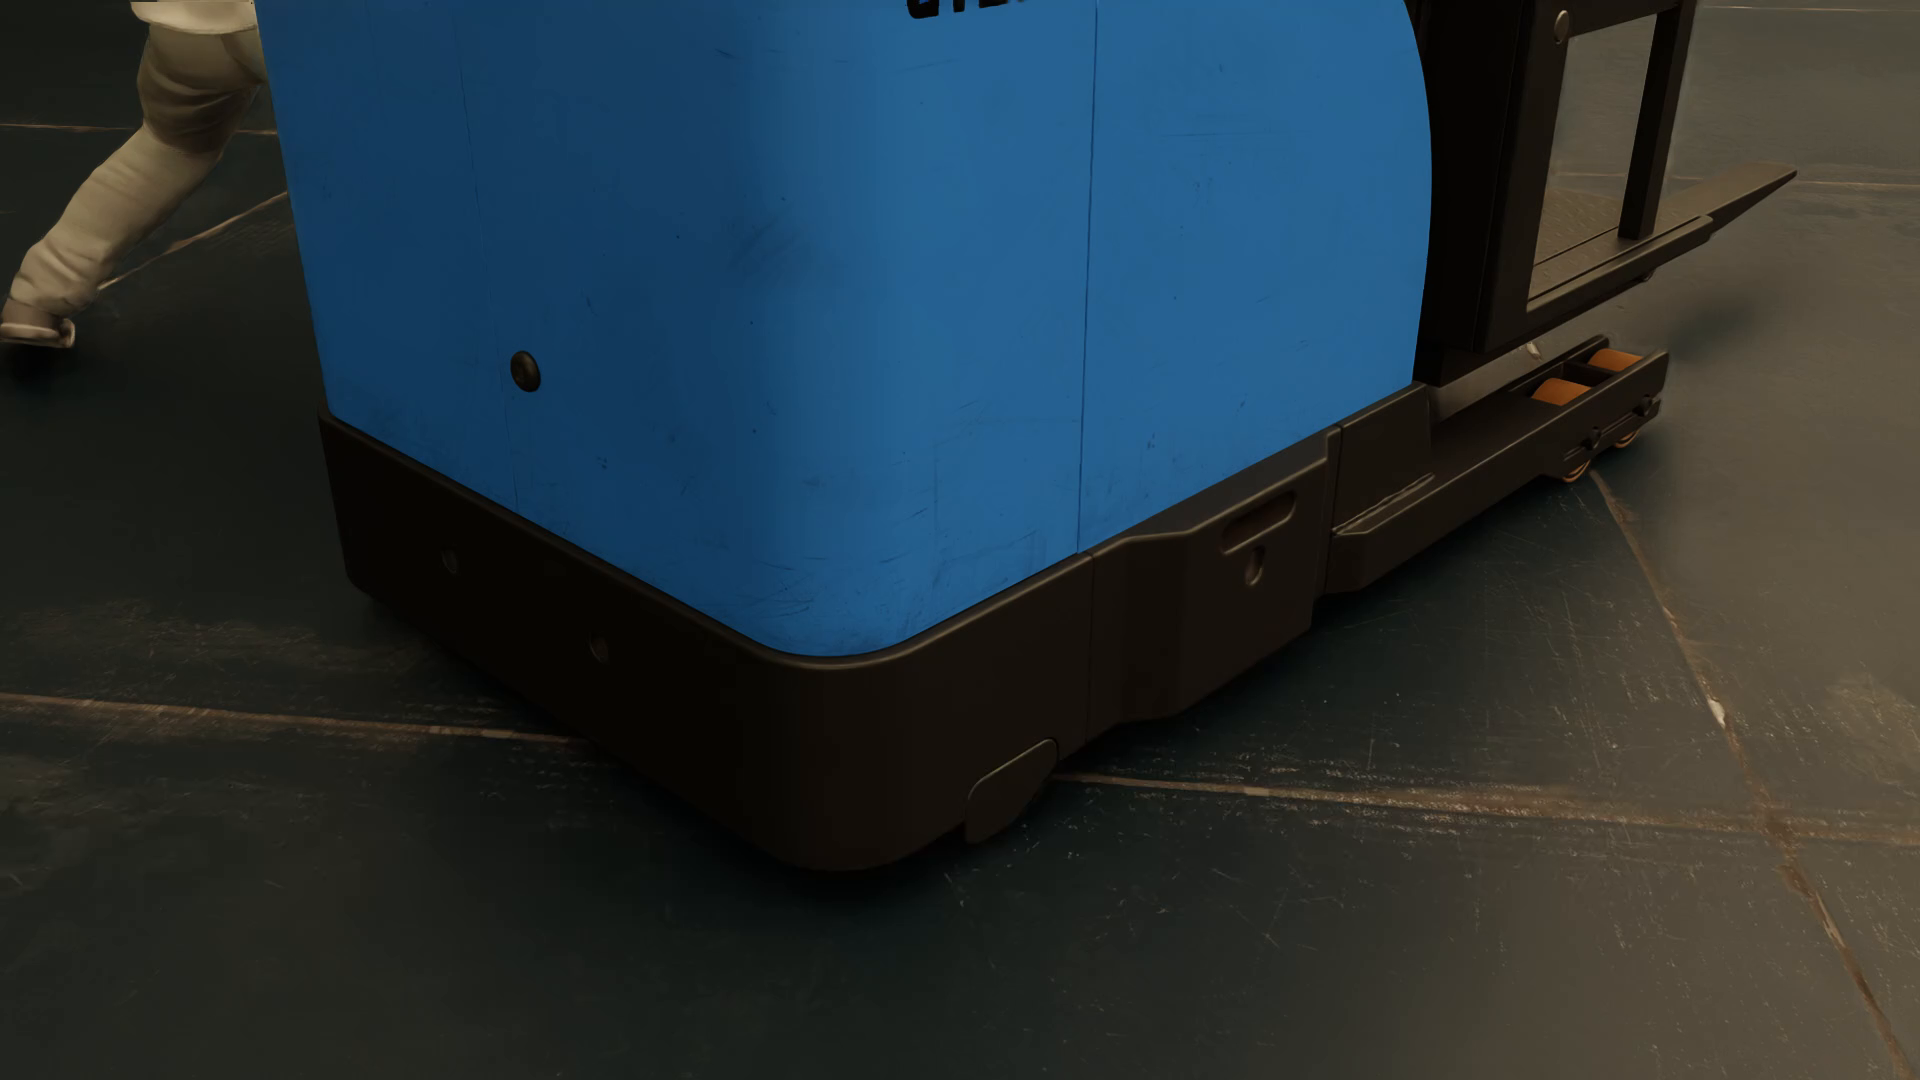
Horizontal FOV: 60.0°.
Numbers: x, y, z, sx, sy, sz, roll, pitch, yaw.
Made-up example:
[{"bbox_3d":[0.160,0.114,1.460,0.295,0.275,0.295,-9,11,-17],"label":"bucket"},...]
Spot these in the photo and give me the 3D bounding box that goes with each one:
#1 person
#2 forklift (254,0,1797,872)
[{"bbox_3d":[-1.172,-1.040,2.941,1.207,1.467,0.908,13,29,24],"label":"person"},{"bbox_3d":[0.545,-1.544,2.312,1.130,2.935,3.031,23,35,38],"label":"forklift"}]
